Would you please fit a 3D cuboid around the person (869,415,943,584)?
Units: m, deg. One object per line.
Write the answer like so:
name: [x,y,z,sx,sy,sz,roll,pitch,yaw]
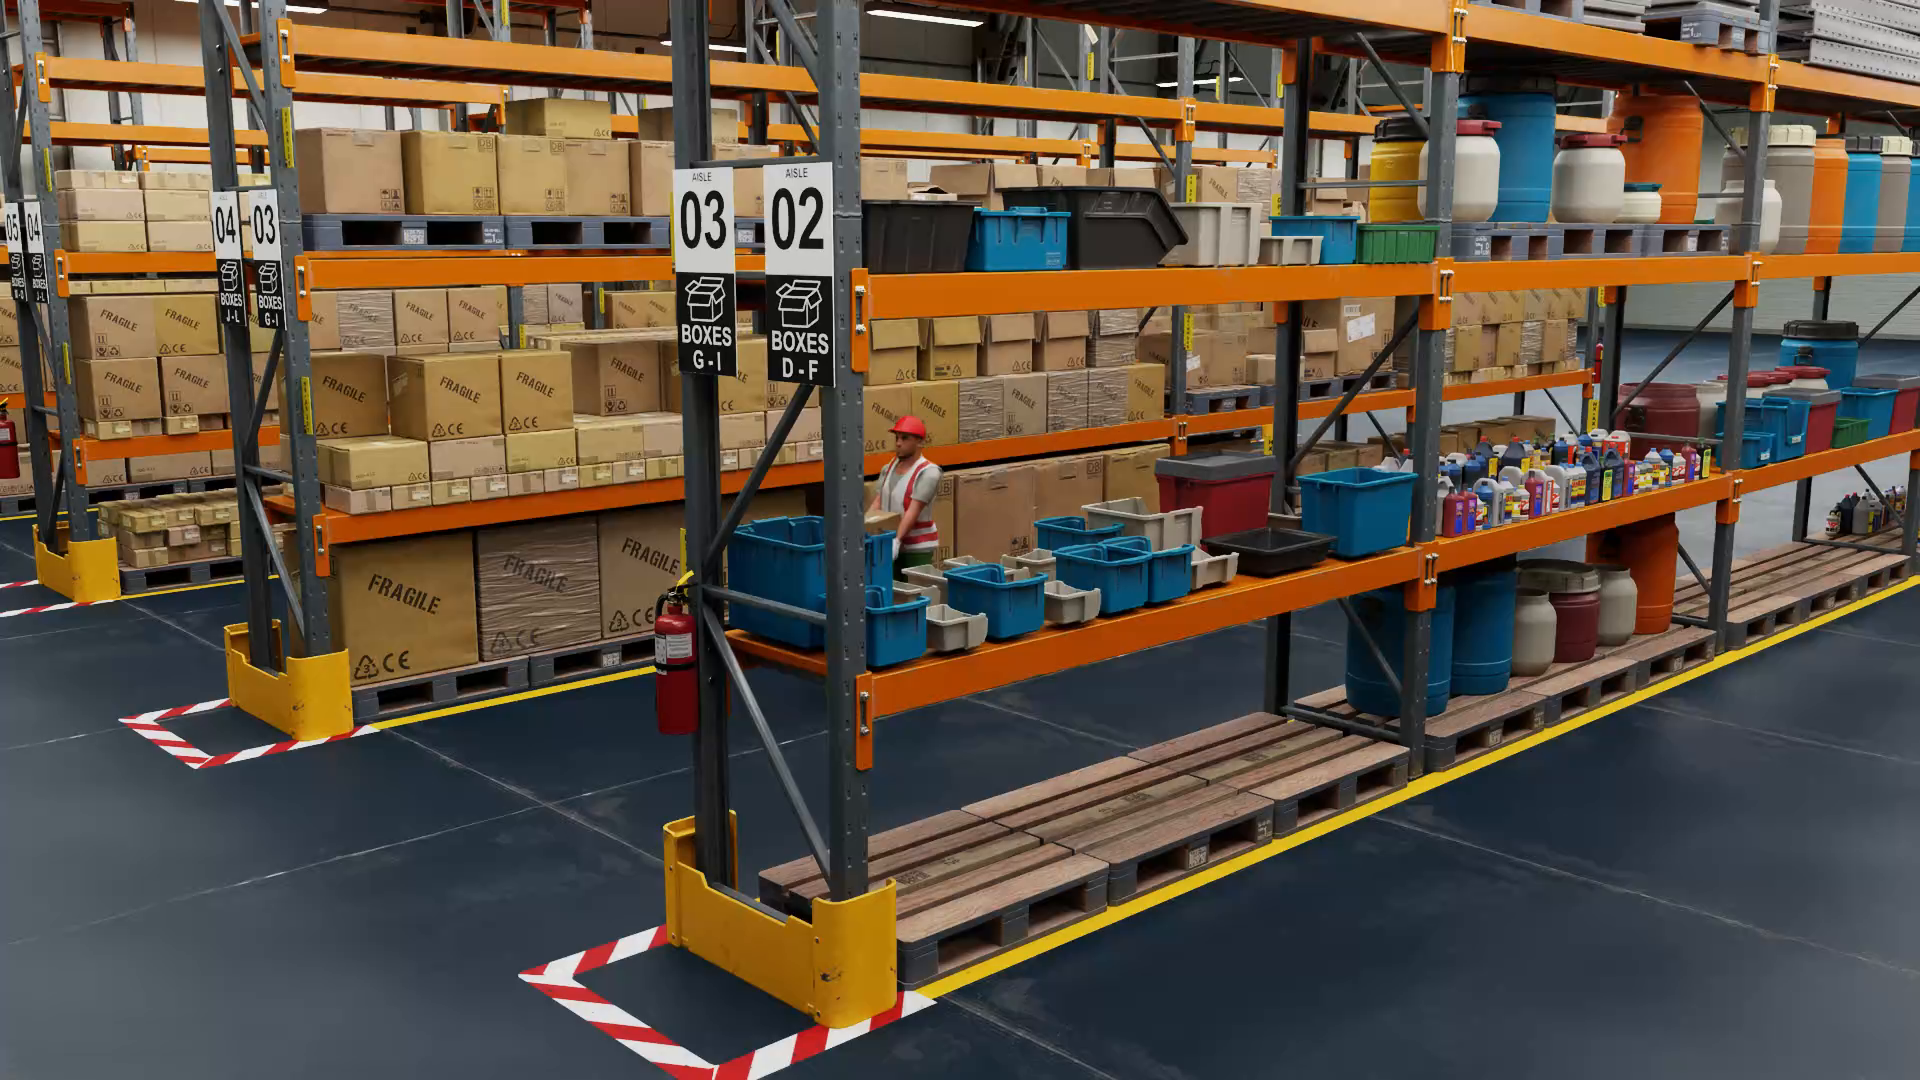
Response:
person: [-0.415,0.083,10.898,0.561,1.787,0.495,-10,14,-43]
